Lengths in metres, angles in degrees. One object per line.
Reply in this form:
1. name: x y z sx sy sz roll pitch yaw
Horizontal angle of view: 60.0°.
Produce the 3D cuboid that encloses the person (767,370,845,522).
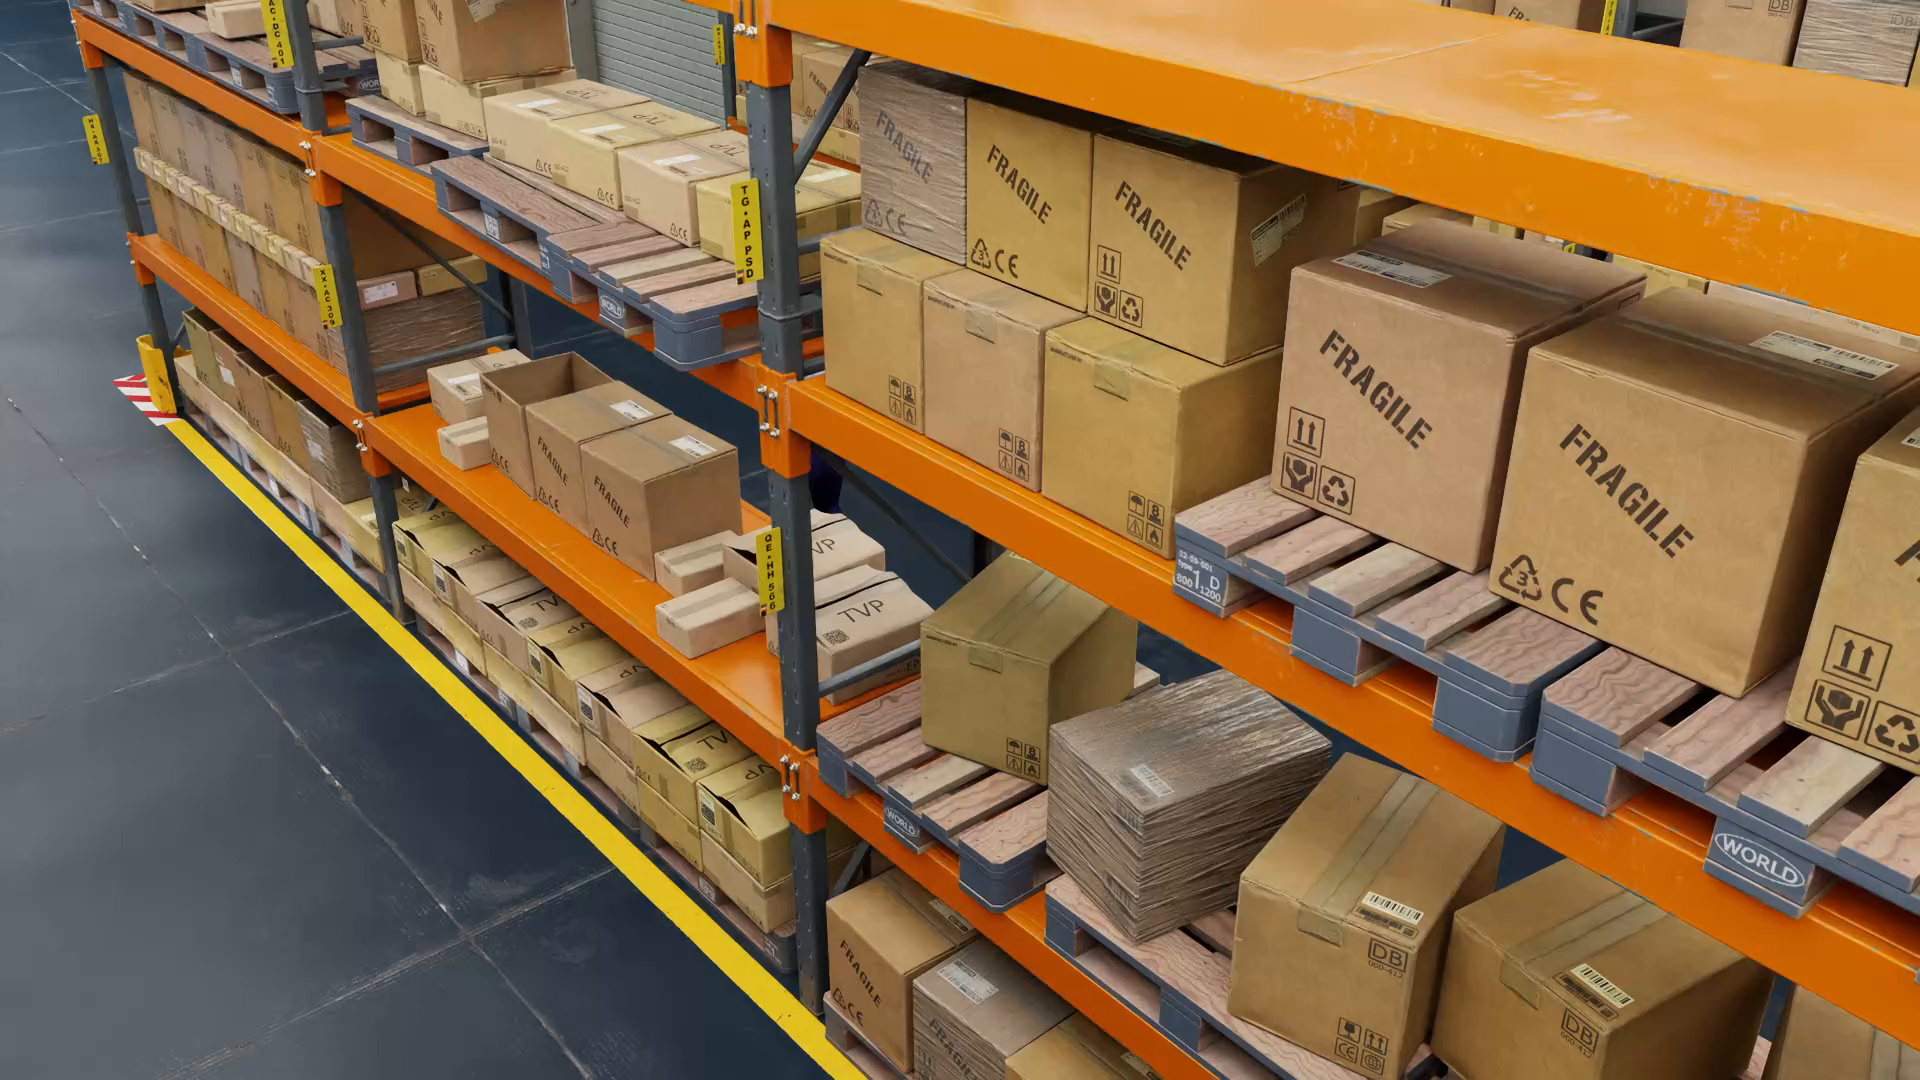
1. person: -0.894 -0.469 9.516 0.549 1.635 0.425 -24 36 -37
